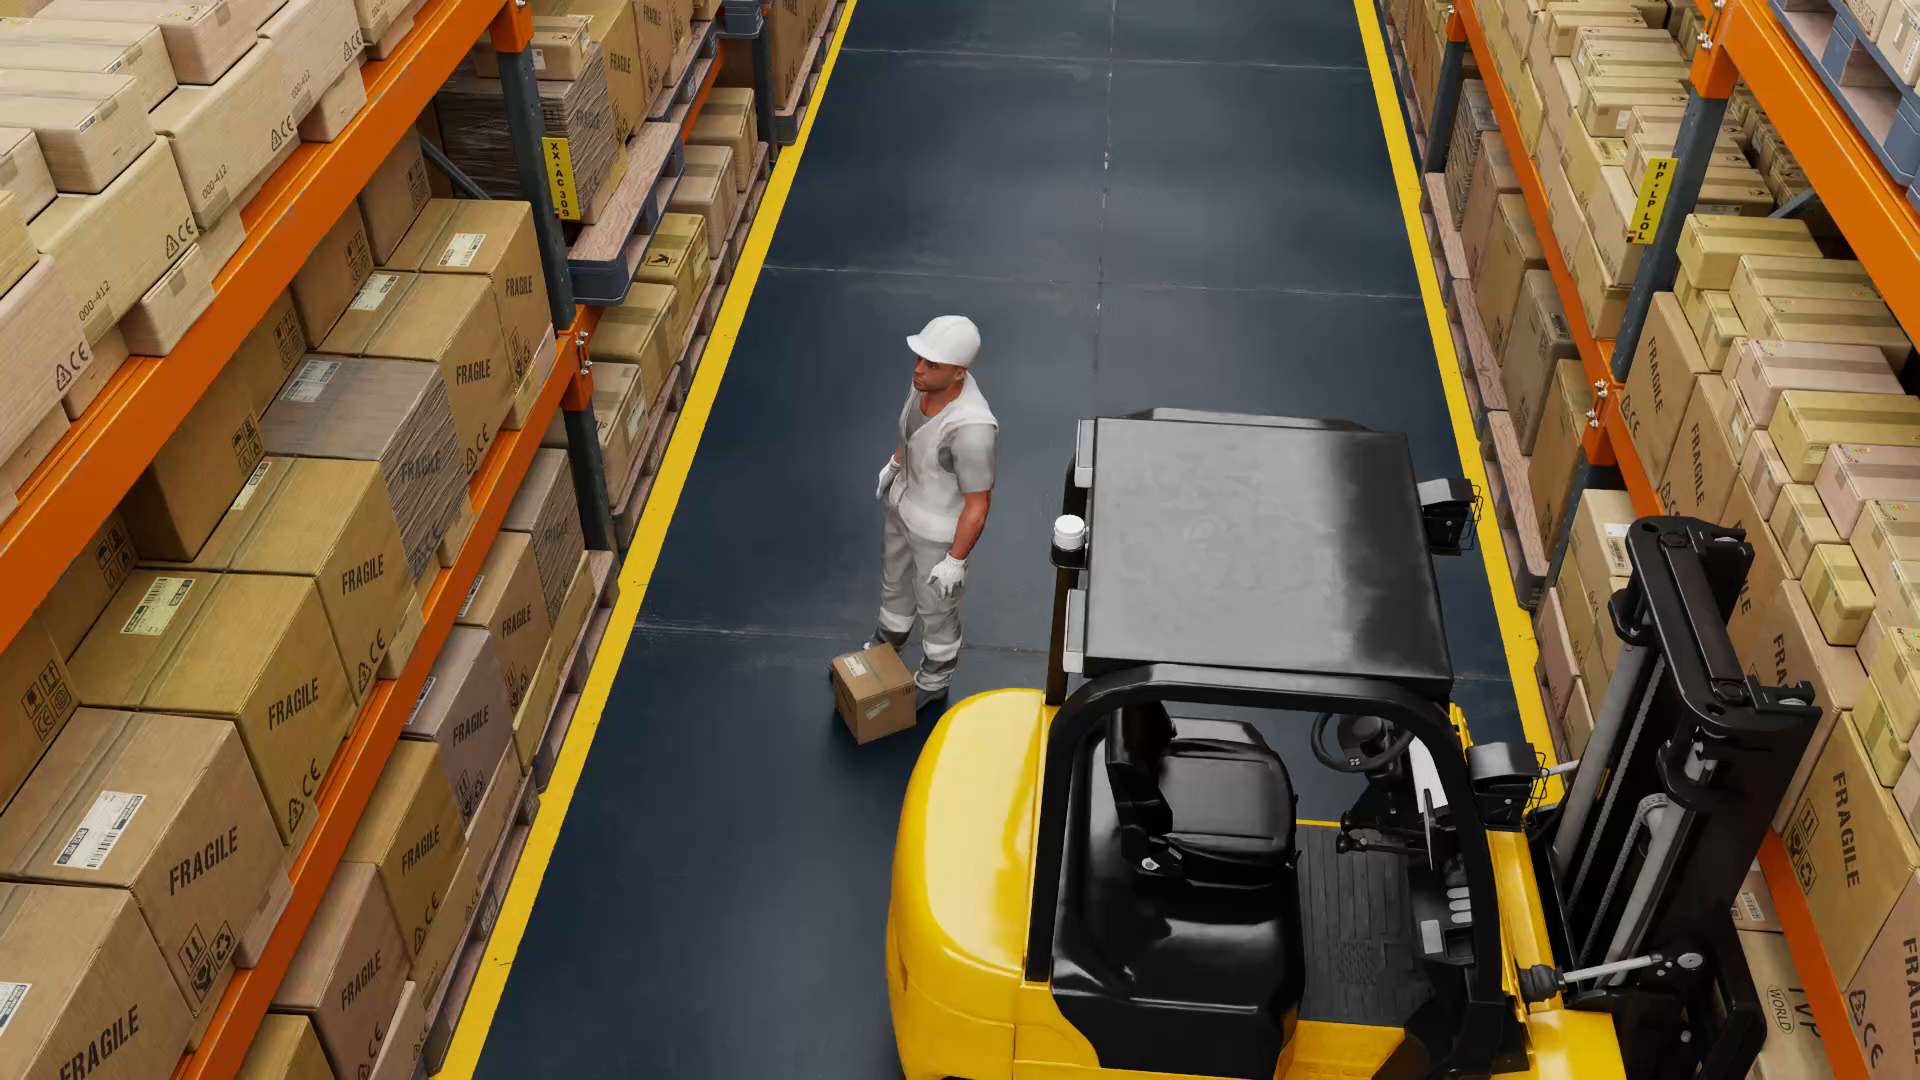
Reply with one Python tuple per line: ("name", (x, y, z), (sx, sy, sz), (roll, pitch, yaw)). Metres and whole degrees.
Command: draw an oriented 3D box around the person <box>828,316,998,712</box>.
("person", (-0.179, -0.060, 6.194), (0.565, 1.787, 0.638), (-16, 42, -18))
